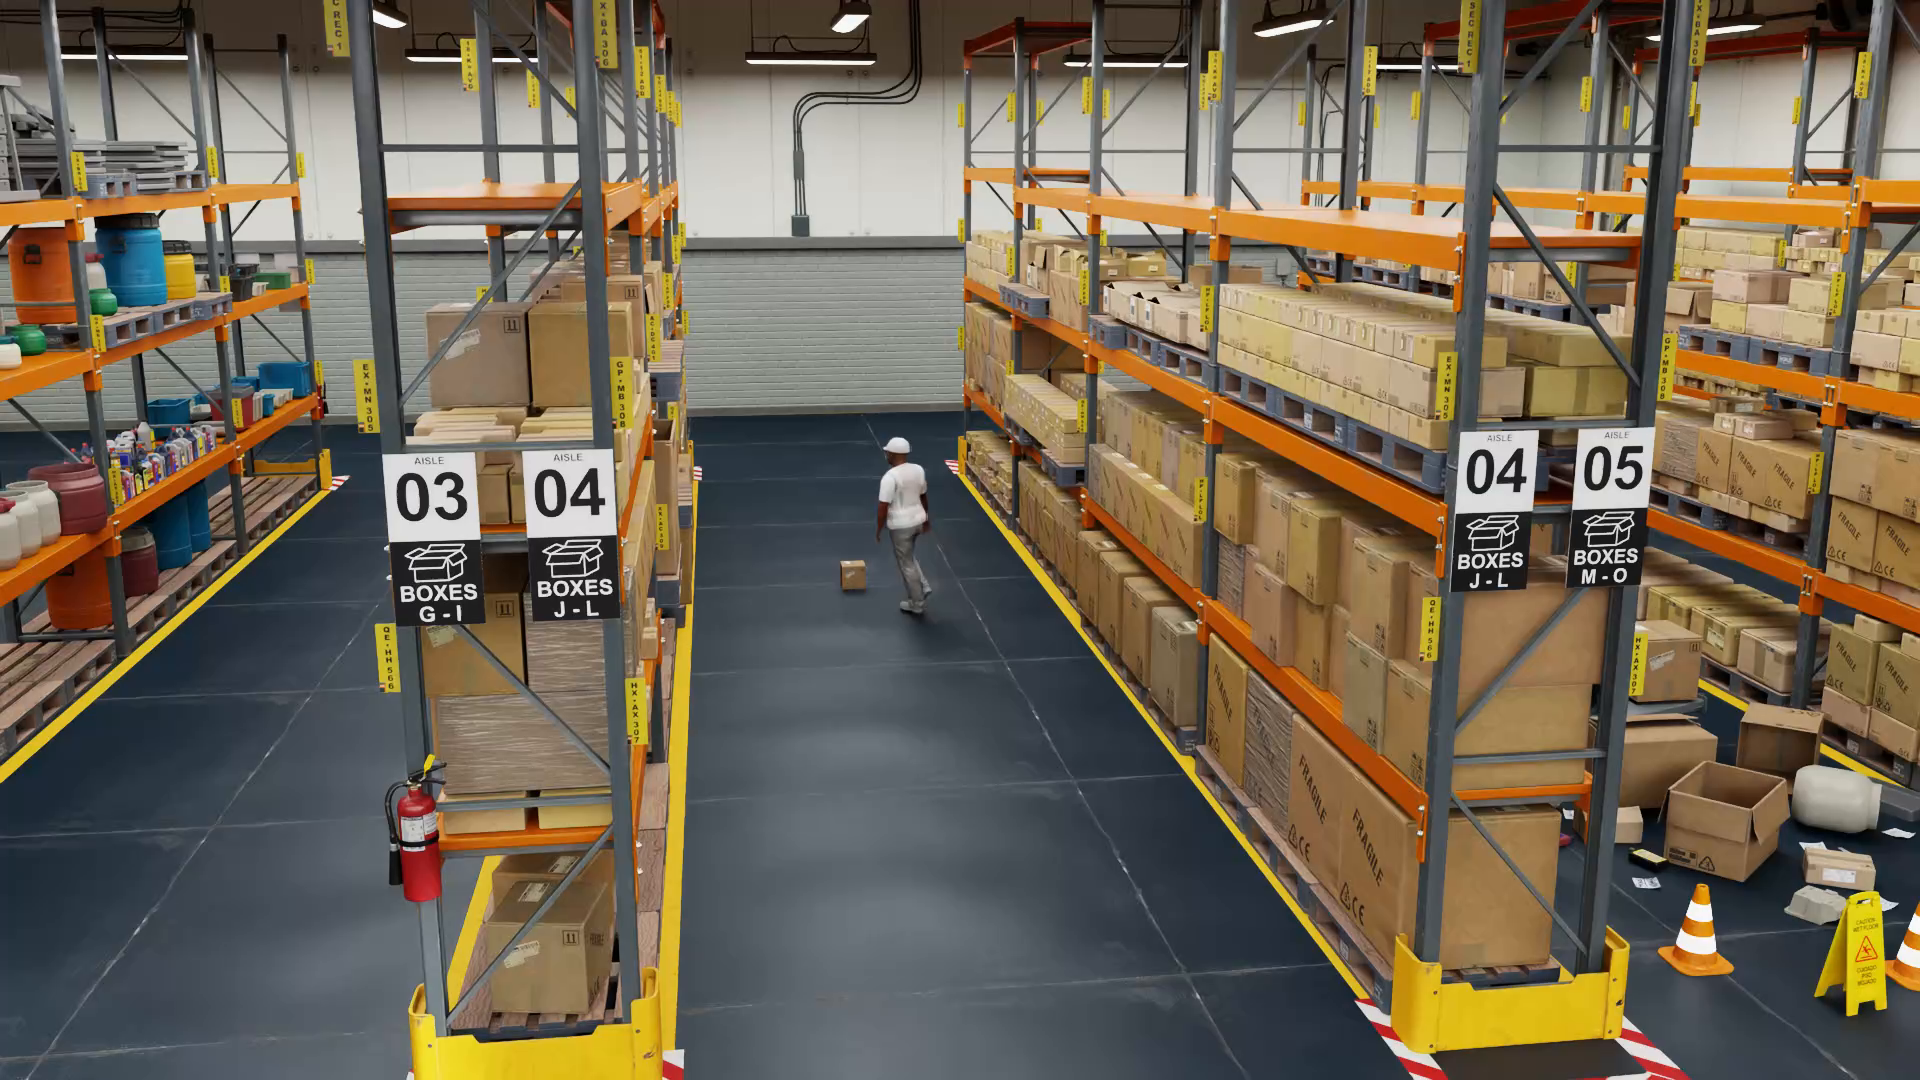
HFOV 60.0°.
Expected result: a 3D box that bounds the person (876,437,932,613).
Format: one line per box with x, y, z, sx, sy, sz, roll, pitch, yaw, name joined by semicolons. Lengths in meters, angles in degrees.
-0.538;-0.155;16.532;0.459;1.758;0.705;10;17;38;person
